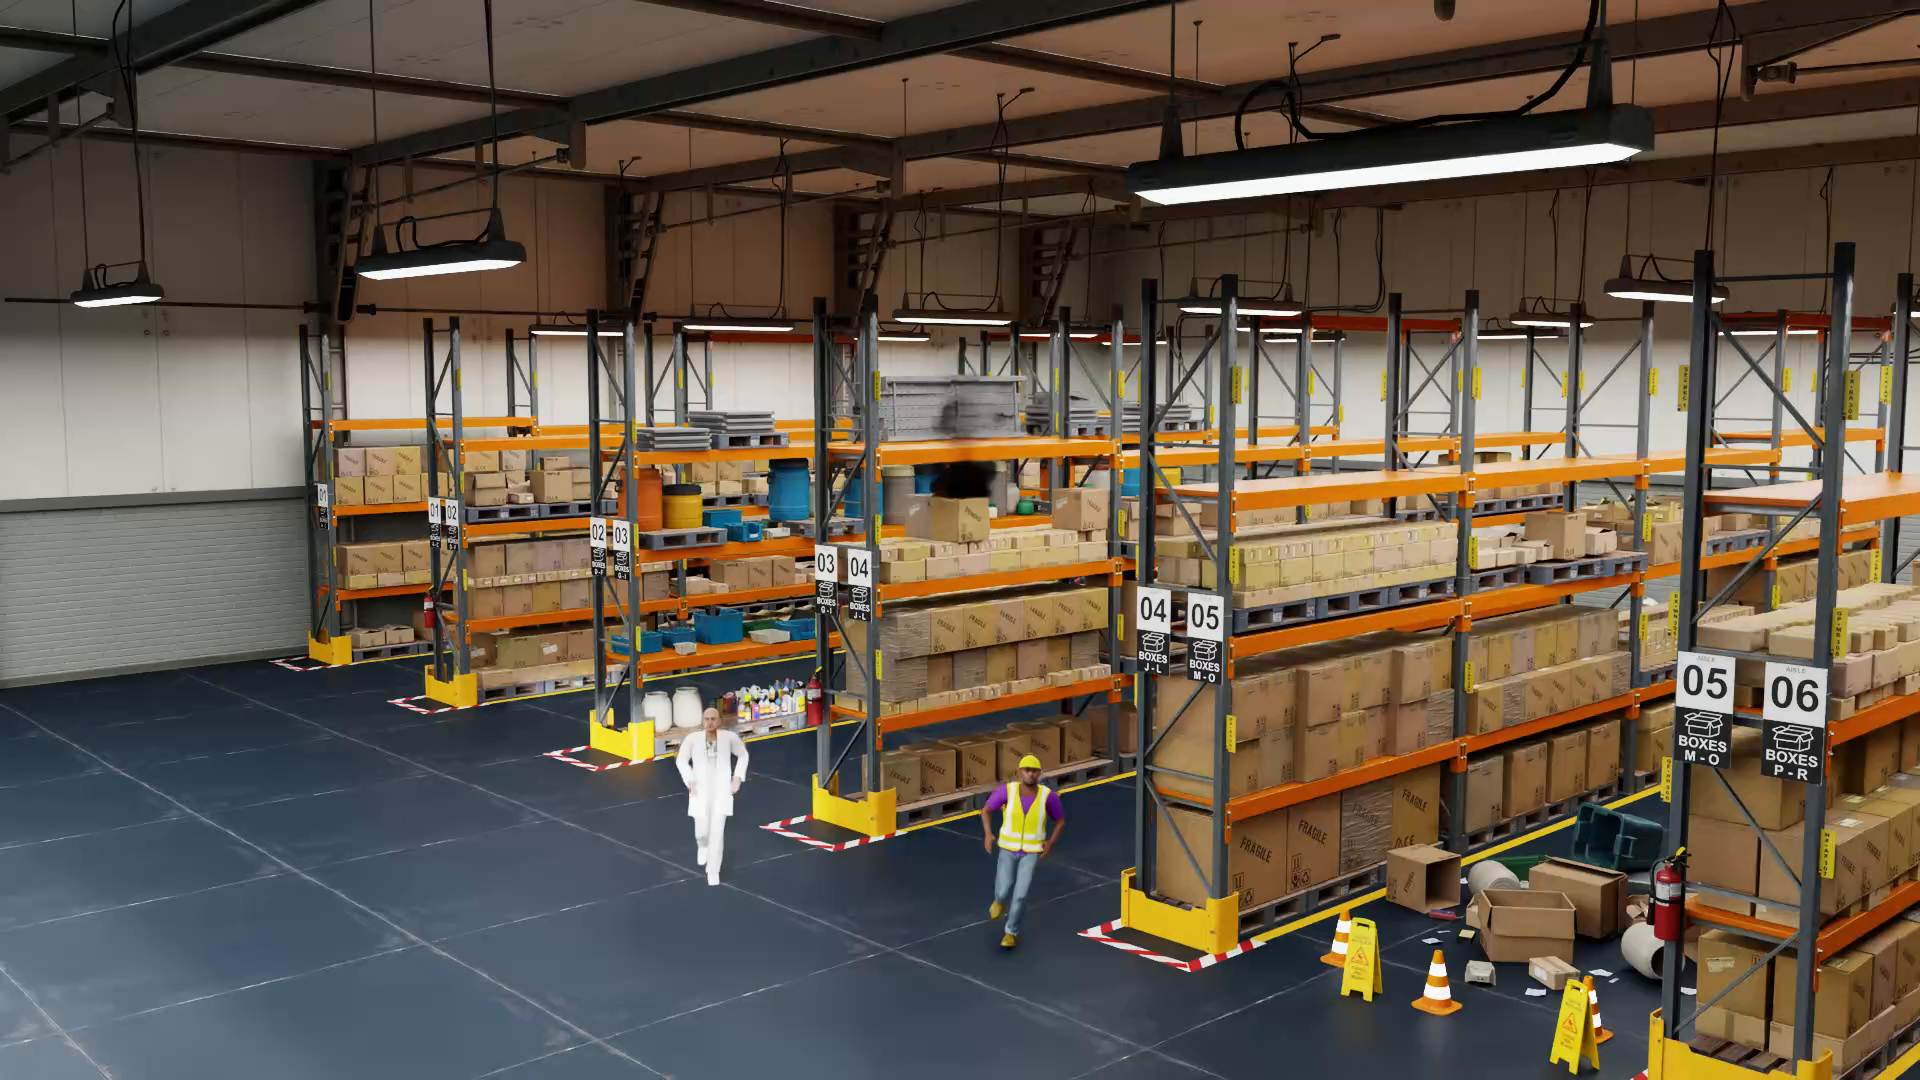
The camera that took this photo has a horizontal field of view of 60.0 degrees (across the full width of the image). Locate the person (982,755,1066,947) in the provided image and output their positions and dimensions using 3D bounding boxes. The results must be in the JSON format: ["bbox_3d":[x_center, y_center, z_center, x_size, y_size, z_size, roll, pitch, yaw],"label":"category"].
[{"bbox_3d":[0.581,2.802,15.133,0.768,1.714,0.659,0,6,1],"label":"person"}]

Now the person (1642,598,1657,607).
[{"bbox_3d":[10.420,1.751,25.255,0.588,1.741,0.647,-5,8,-40],"label":"person"}]

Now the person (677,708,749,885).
[{"bbox_3d":[-2.530,2.580,17.049,0.738,1.763,0.772,-1,6,-6],"label":"person"}]

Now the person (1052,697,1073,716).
[{"bbox_3d":[1.493,1.899,24.172,0.567,1.560,0.568,4,7,36],"label":"person"}]
